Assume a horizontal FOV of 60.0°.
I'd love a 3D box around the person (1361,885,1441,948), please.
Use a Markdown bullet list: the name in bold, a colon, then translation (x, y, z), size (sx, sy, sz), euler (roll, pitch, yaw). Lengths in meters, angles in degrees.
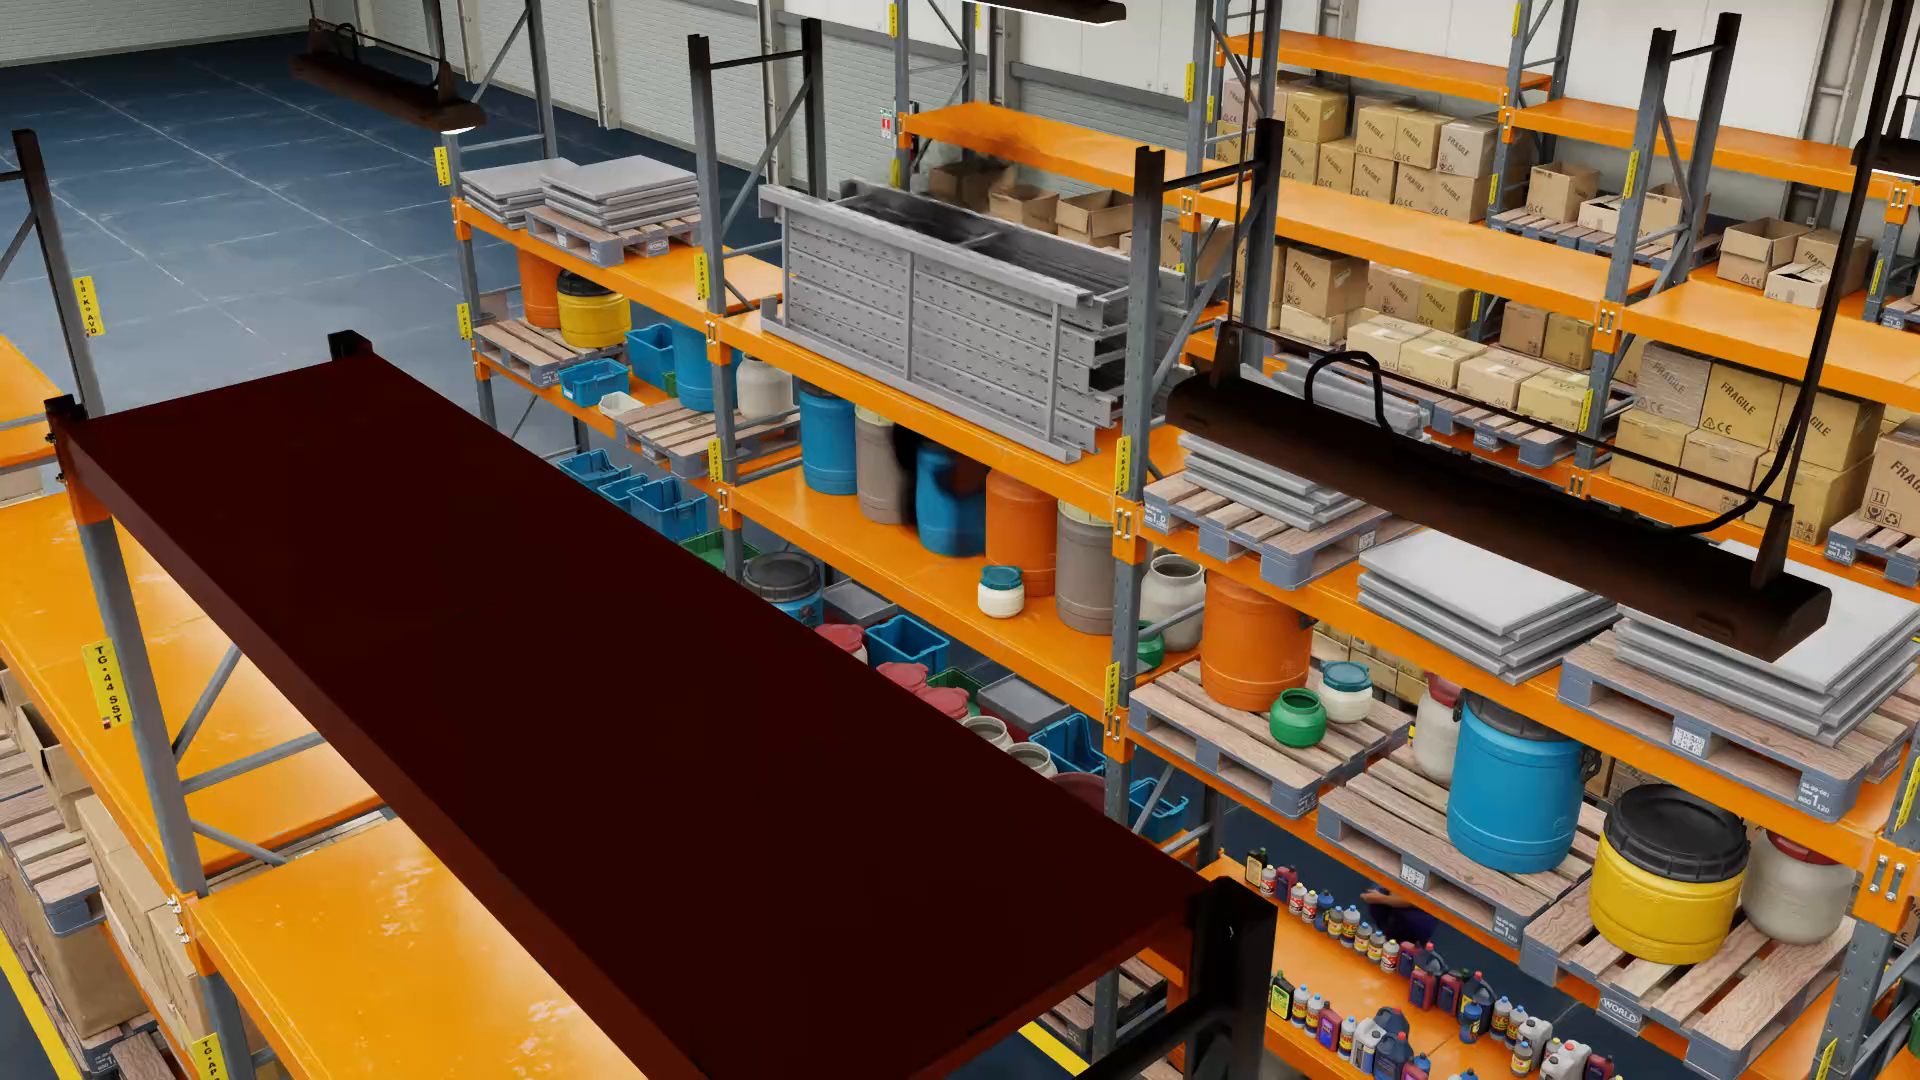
- **person**: translation (3.039, 2.419, 10.948), size (0.578, 1.483, 0.871), euler (-23, 35, -37)
